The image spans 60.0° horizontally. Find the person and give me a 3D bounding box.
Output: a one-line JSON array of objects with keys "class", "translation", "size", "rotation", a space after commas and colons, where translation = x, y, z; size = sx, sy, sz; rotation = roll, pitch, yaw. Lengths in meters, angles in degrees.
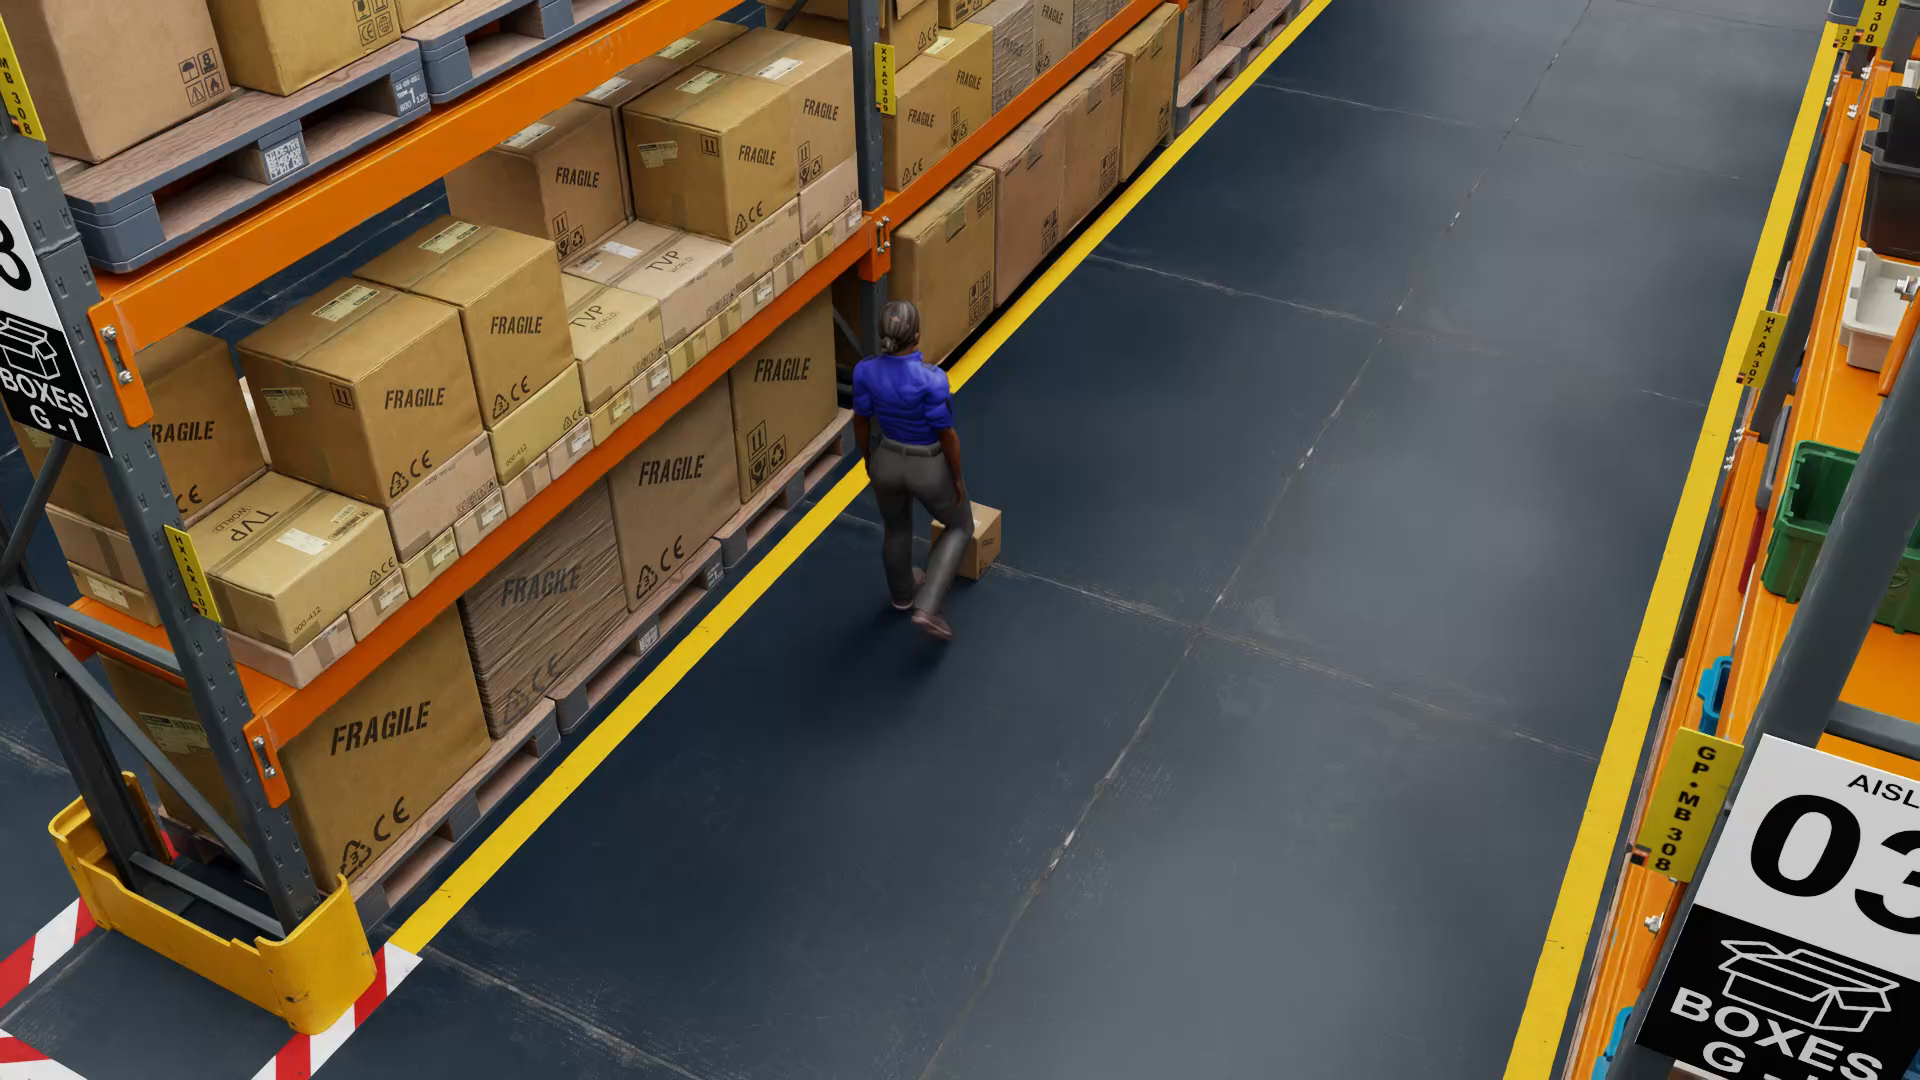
[{"class": "person", "translation": [-0.205, -0.307, 7.122], "size": [0.496, 1.663, 0.564], "rotation": [12, 40, 15]}]
